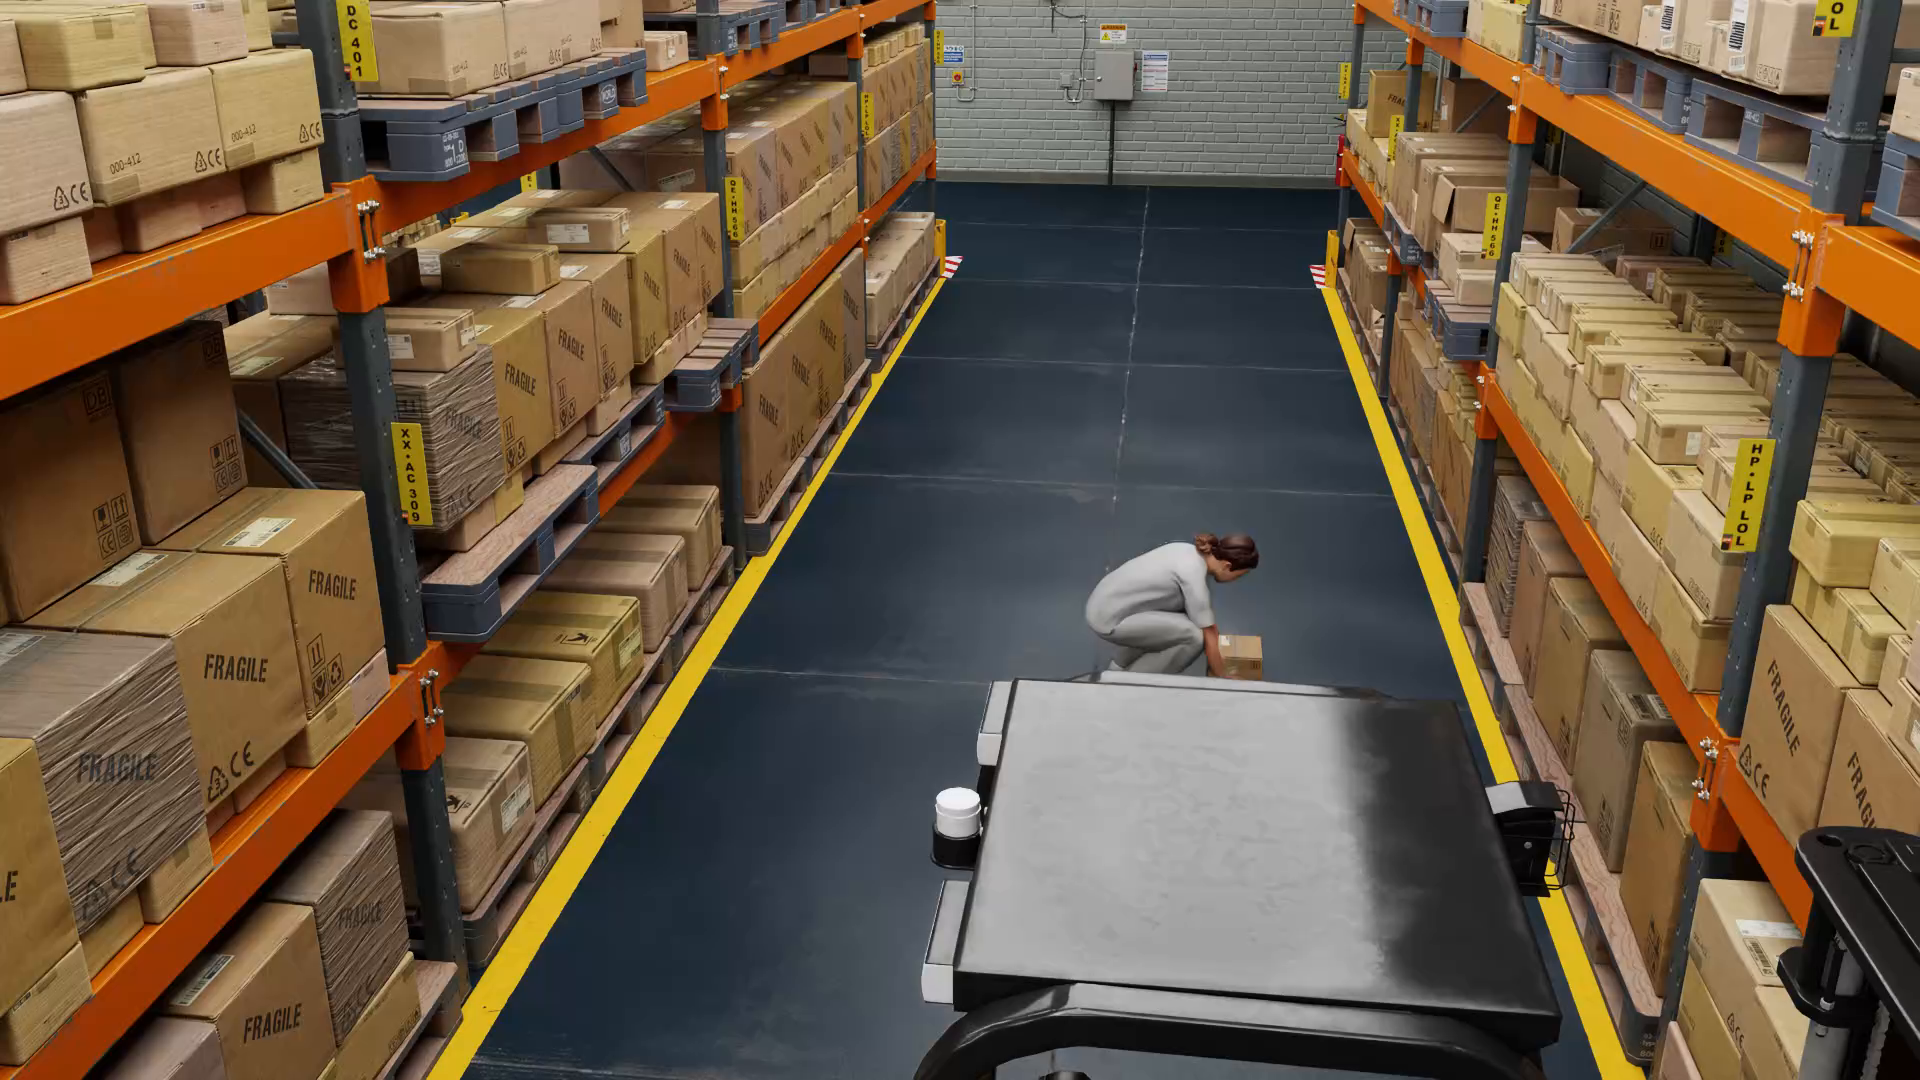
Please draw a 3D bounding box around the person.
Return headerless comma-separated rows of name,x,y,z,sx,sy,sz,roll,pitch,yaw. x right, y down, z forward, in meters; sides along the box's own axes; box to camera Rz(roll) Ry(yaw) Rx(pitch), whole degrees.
person,0.998,0.348,7.909,0.803,0.807,0.470,3,21,6
